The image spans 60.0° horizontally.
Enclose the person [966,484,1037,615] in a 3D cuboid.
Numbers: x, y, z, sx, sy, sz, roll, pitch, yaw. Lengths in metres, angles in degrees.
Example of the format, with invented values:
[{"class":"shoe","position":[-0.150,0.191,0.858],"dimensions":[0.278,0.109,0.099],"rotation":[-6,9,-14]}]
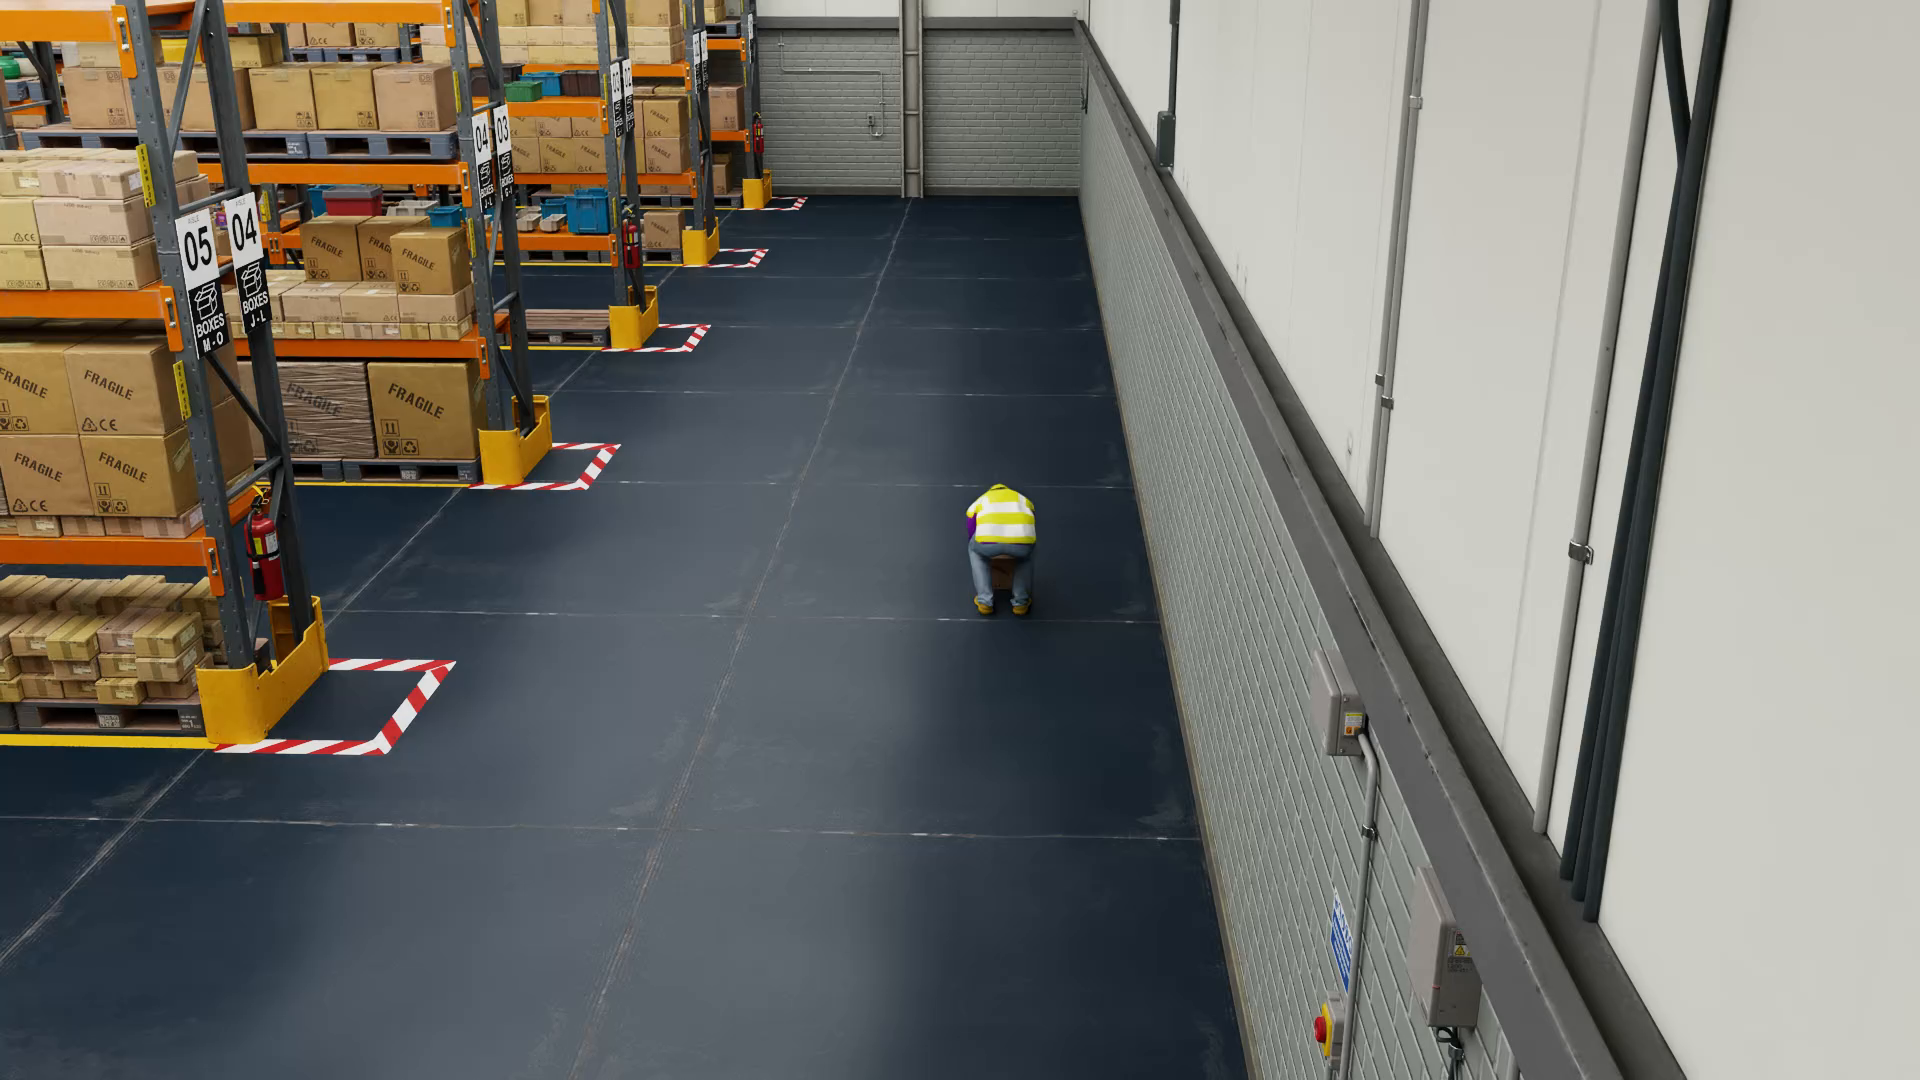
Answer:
[{"class":"person","position":[0.306,0.050,12.244],"dimensions":[0.516,0.863,0.980],"rotation":[0,21,0]}]
